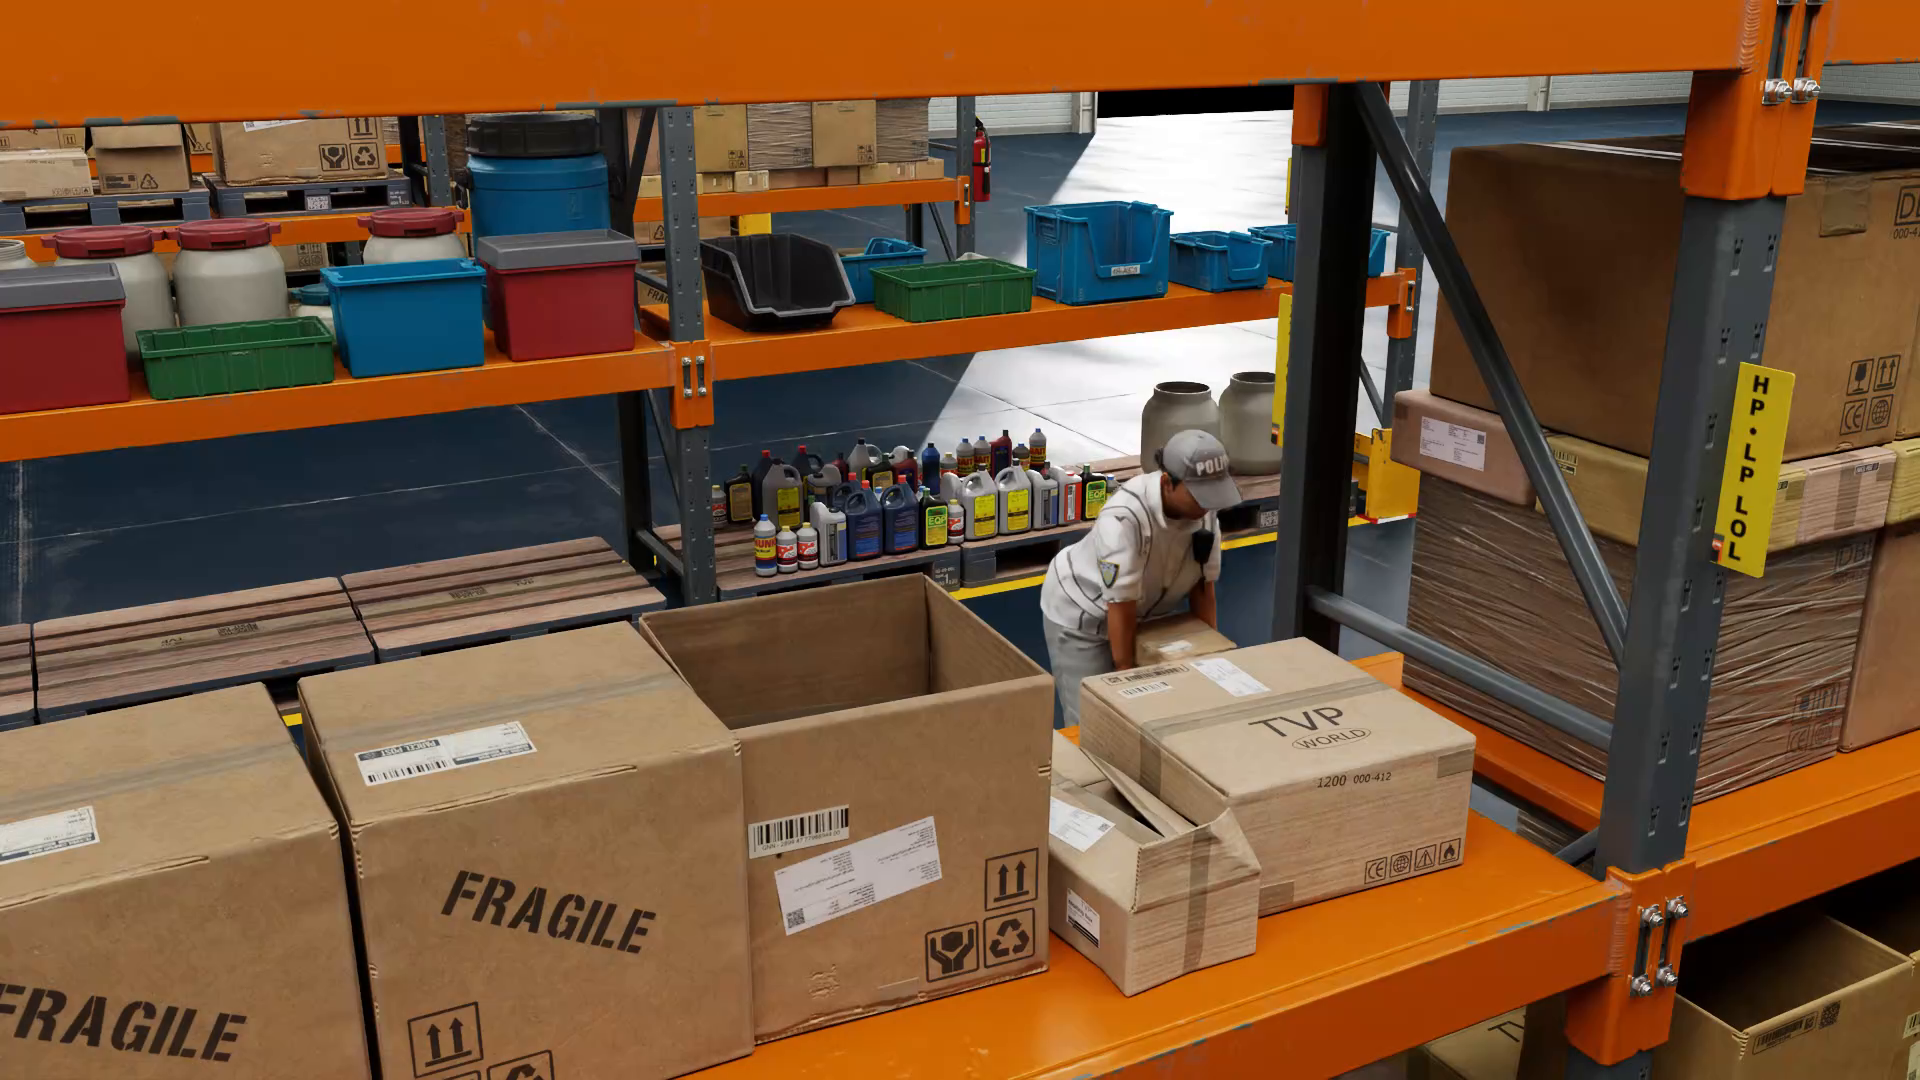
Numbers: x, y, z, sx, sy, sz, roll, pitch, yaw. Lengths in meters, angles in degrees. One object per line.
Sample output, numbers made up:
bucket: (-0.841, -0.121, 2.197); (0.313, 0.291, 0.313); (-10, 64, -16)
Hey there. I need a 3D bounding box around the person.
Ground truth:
person: (0.573, 0.364, 5.192); (0.439, 1.536, 0.708); (-10, 21, -28)
